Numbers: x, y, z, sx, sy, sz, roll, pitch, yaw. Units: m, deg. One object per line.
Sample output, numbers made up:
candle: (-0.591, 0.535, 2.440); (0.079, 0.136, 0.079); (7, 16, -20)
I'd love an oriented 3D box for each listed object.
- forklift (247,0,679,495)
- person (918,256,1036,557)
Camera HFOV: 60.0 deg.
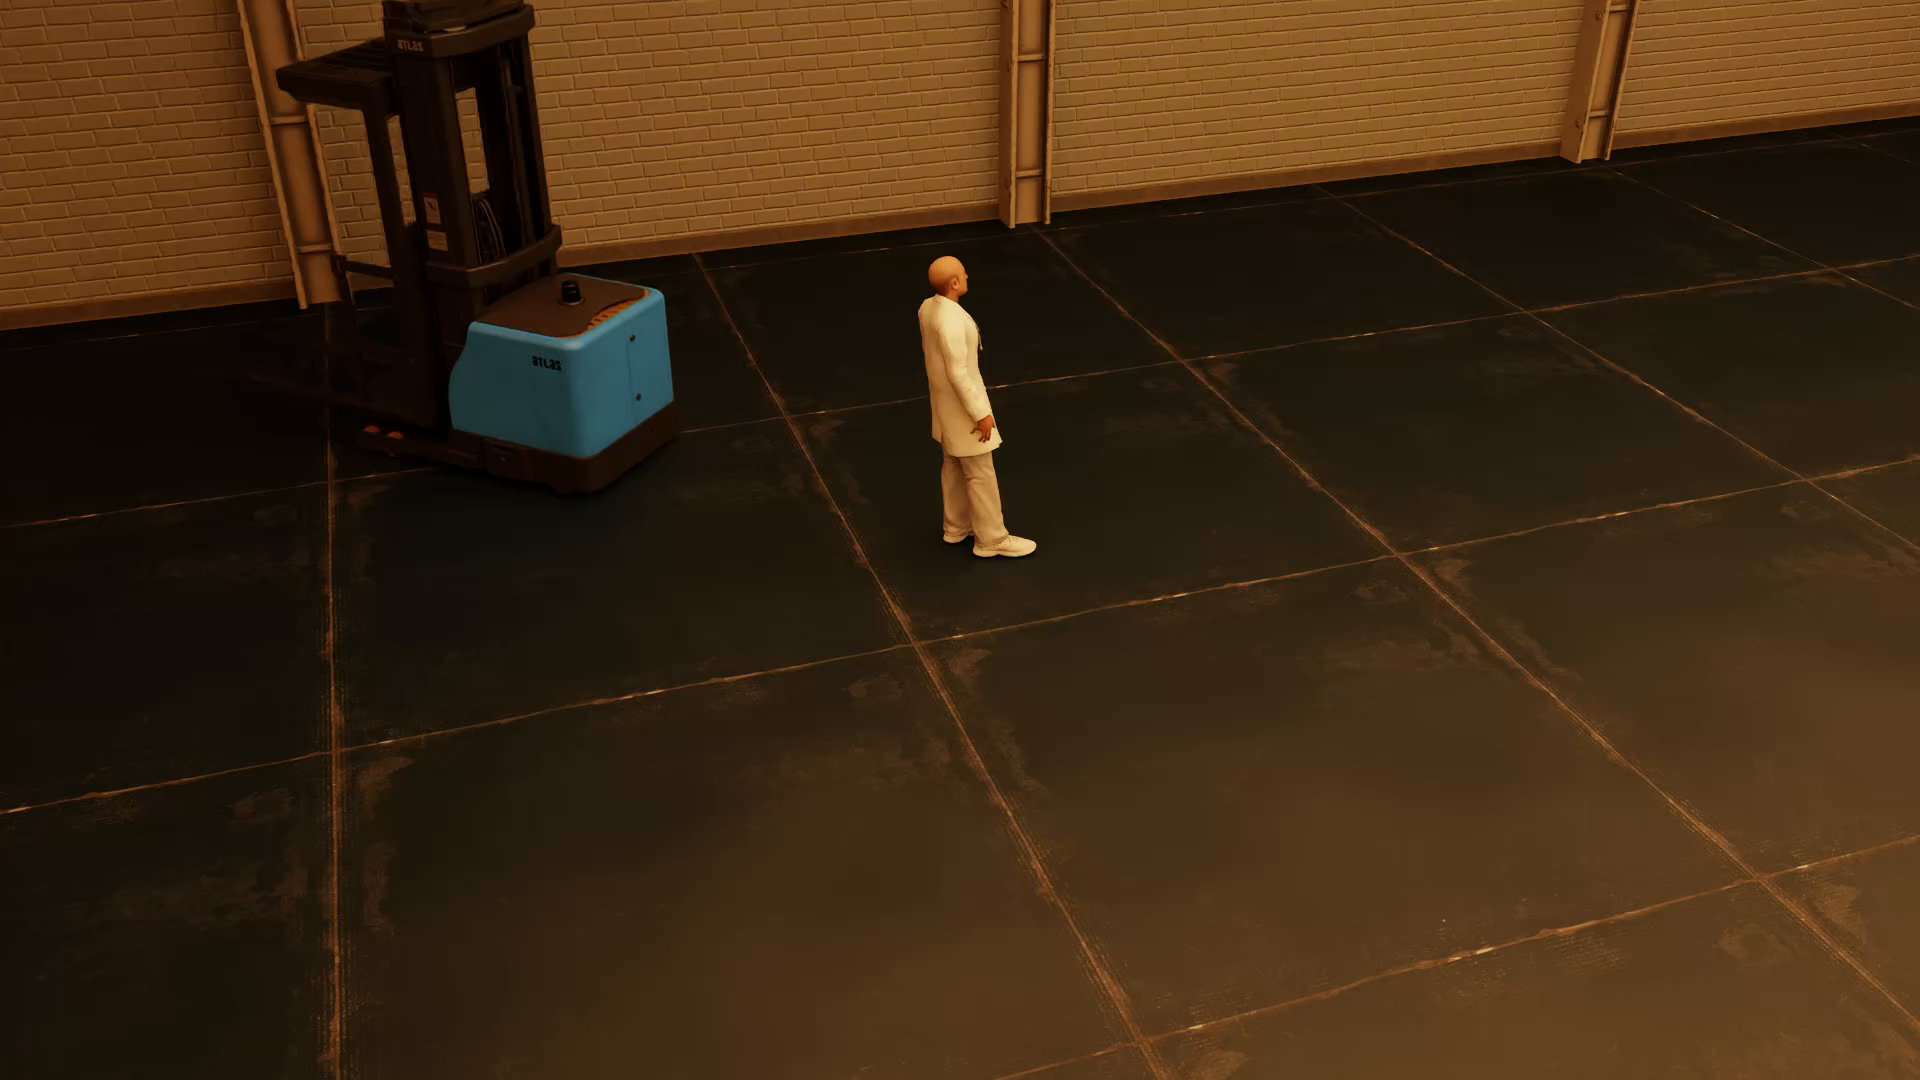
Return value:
forklift: (-3.442, -2.041, 10.635); (3.031, 2.935, 1.130); (13, 32, 21)
person: (0.088, -0.790, 9.601); (0.578, 1.778, 0.698); (-10, 31, -16)
